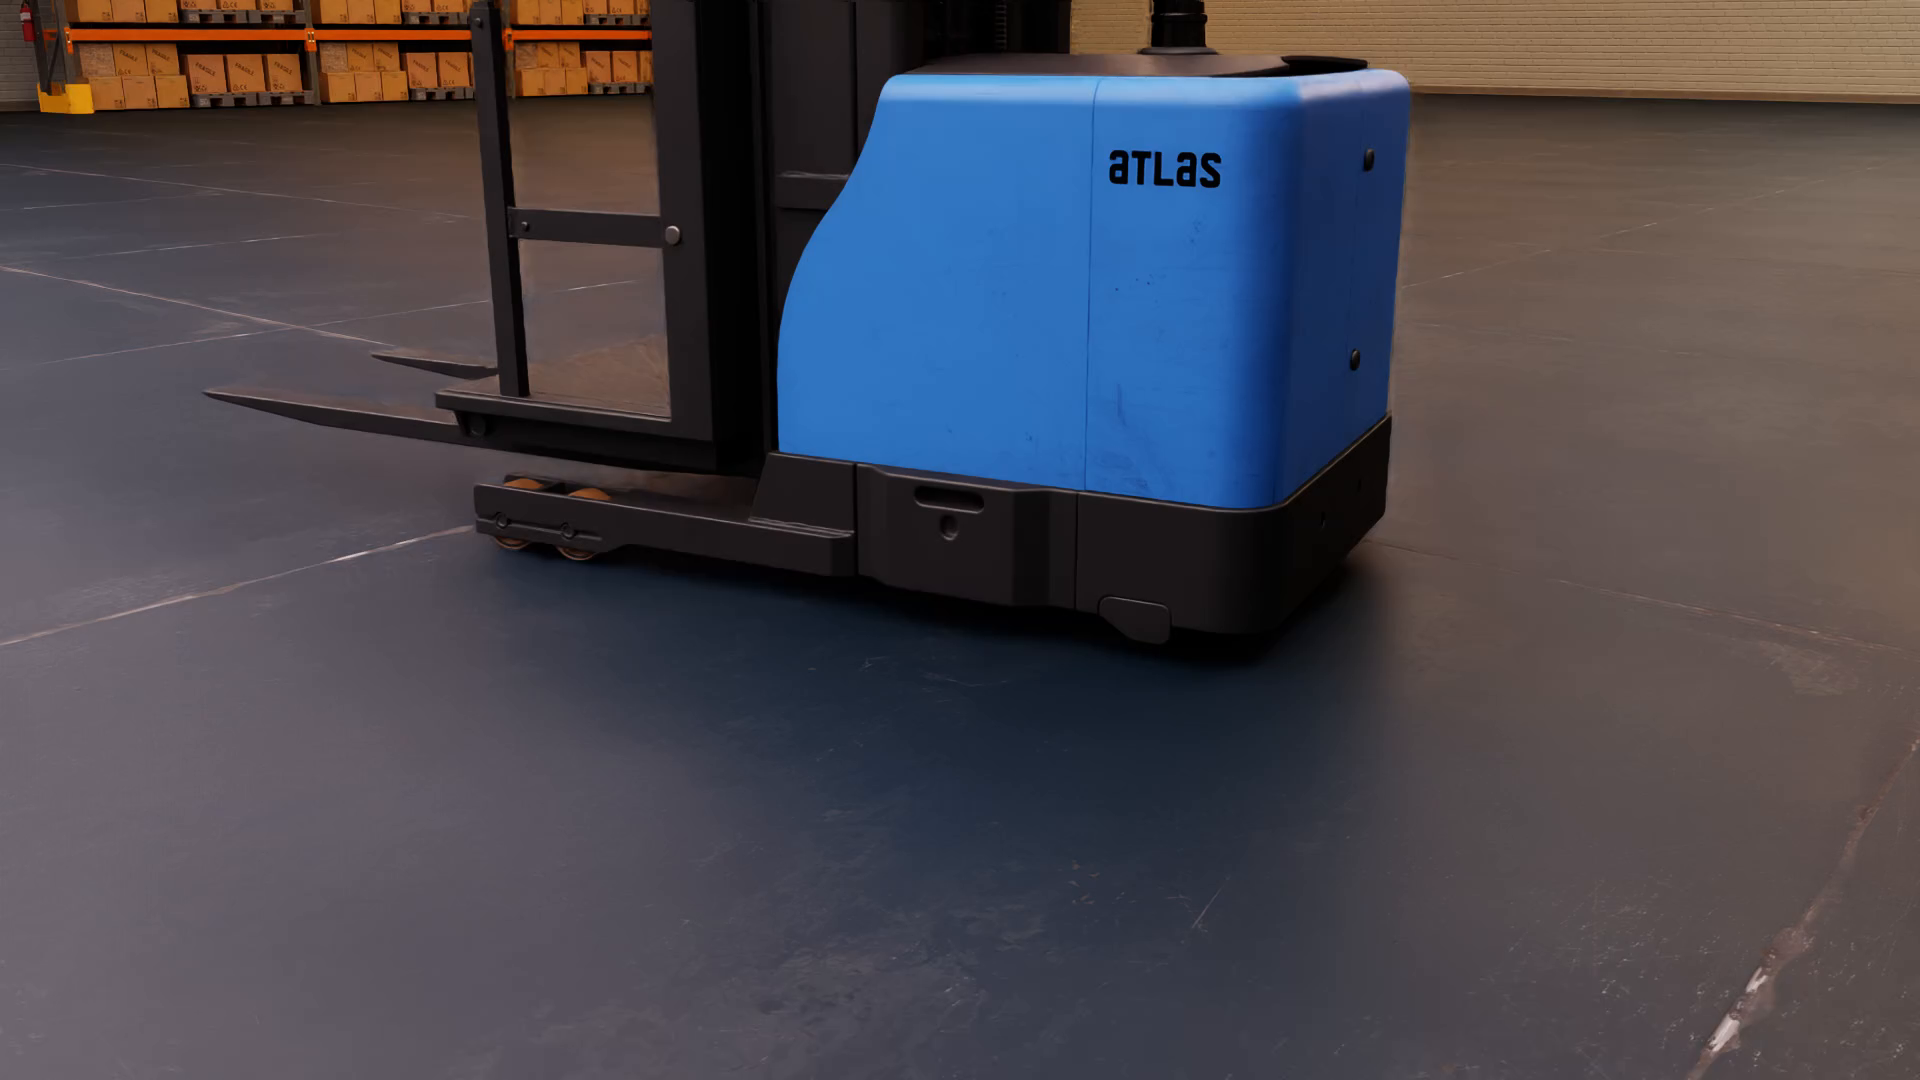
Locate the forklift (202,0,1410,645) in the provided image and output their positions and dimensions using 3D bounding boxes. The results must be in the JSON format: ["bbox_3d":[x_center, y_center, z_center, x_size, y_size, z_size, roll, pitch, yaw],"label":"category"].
[{"bbox_3d":[-0.553,-1.480,3.771,3.031,2.935,1.130,8,19,26],"label":"forklift"}]
